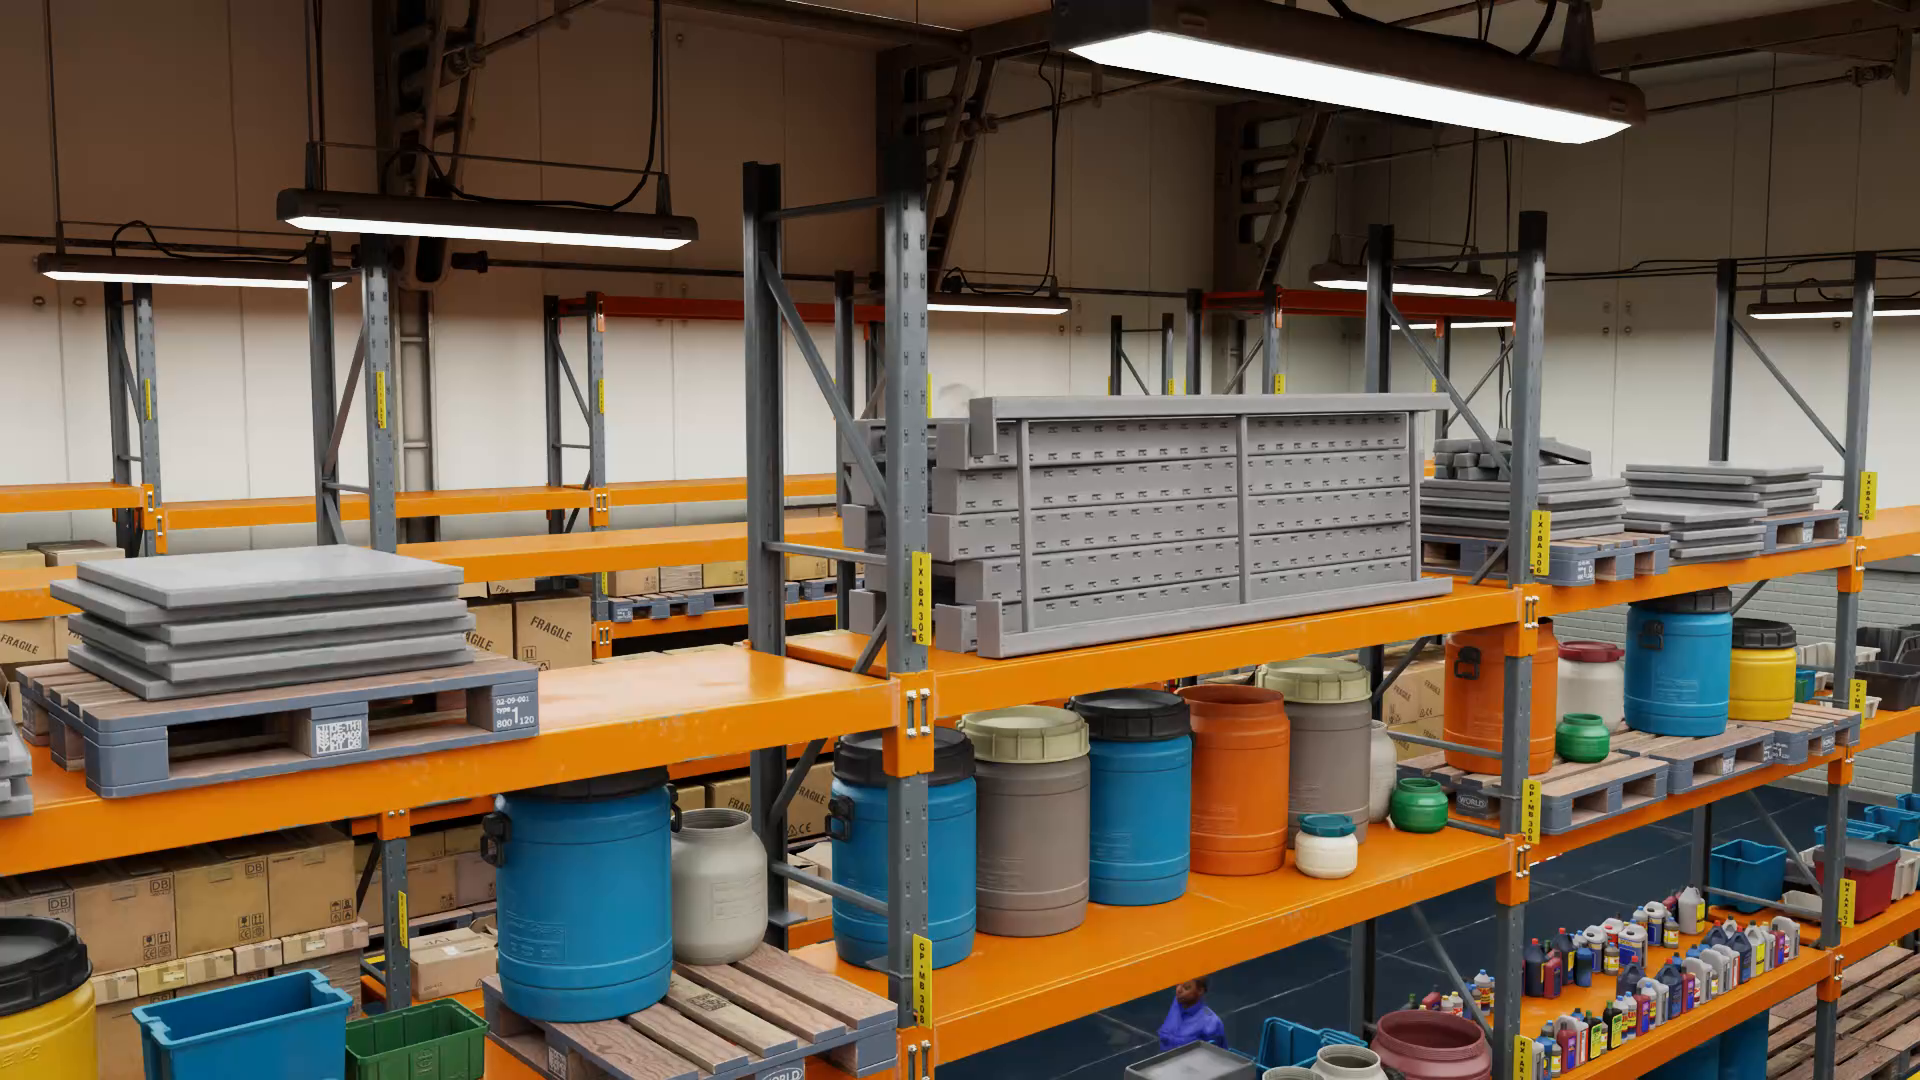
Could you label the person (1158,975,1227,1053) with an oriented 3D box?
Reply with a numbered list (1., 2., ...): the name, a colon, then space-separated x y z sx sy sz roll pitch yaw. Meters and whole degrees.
1. person: 1.405 3.372 10.040 0.910 1.686 0.575 -5 7 -40
